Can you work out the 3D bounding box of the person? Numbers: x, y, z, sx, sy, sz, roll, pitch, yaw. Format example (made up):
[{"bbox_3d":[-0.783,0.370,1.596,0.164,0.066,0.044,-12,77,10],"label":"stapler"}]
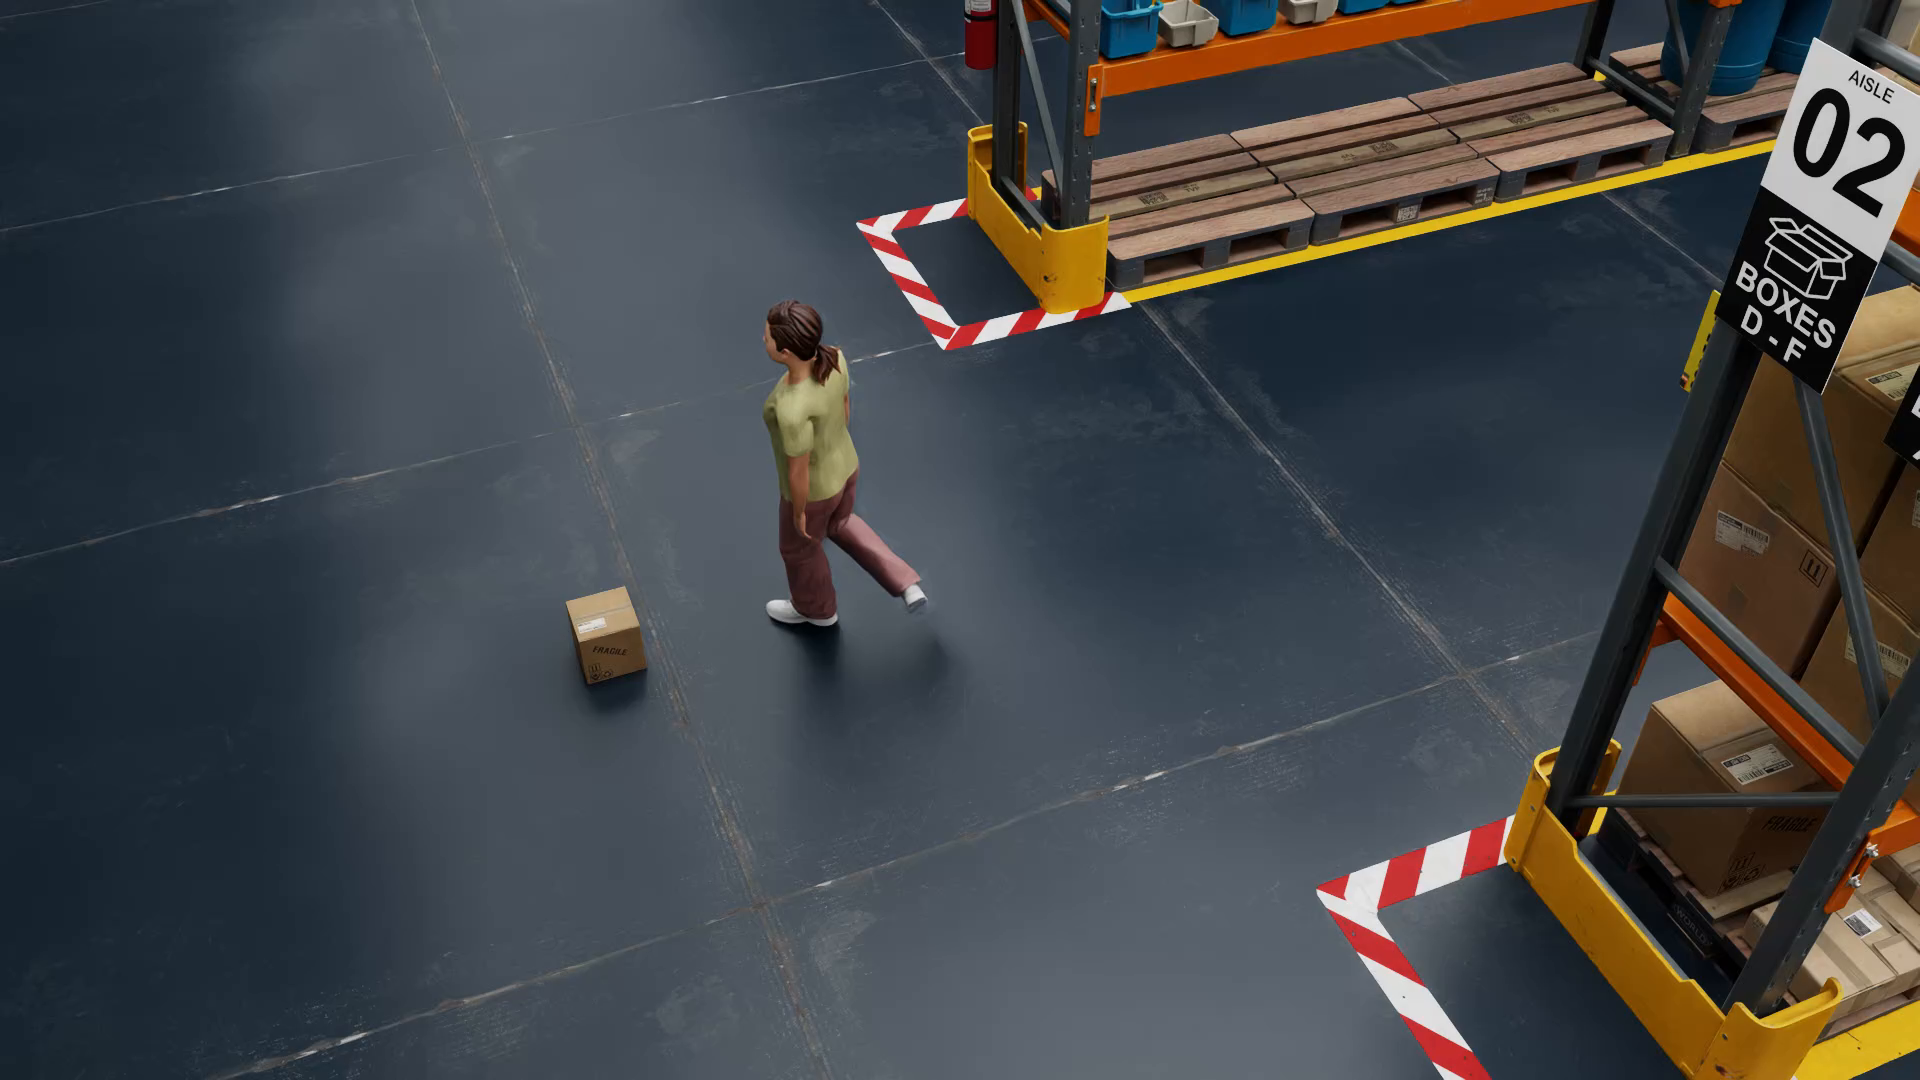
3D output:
[{"bbox_3d":[-0.494,-0.218,6.394,0.713,1.660,0.513,16,44,17],"label":"person"}]
